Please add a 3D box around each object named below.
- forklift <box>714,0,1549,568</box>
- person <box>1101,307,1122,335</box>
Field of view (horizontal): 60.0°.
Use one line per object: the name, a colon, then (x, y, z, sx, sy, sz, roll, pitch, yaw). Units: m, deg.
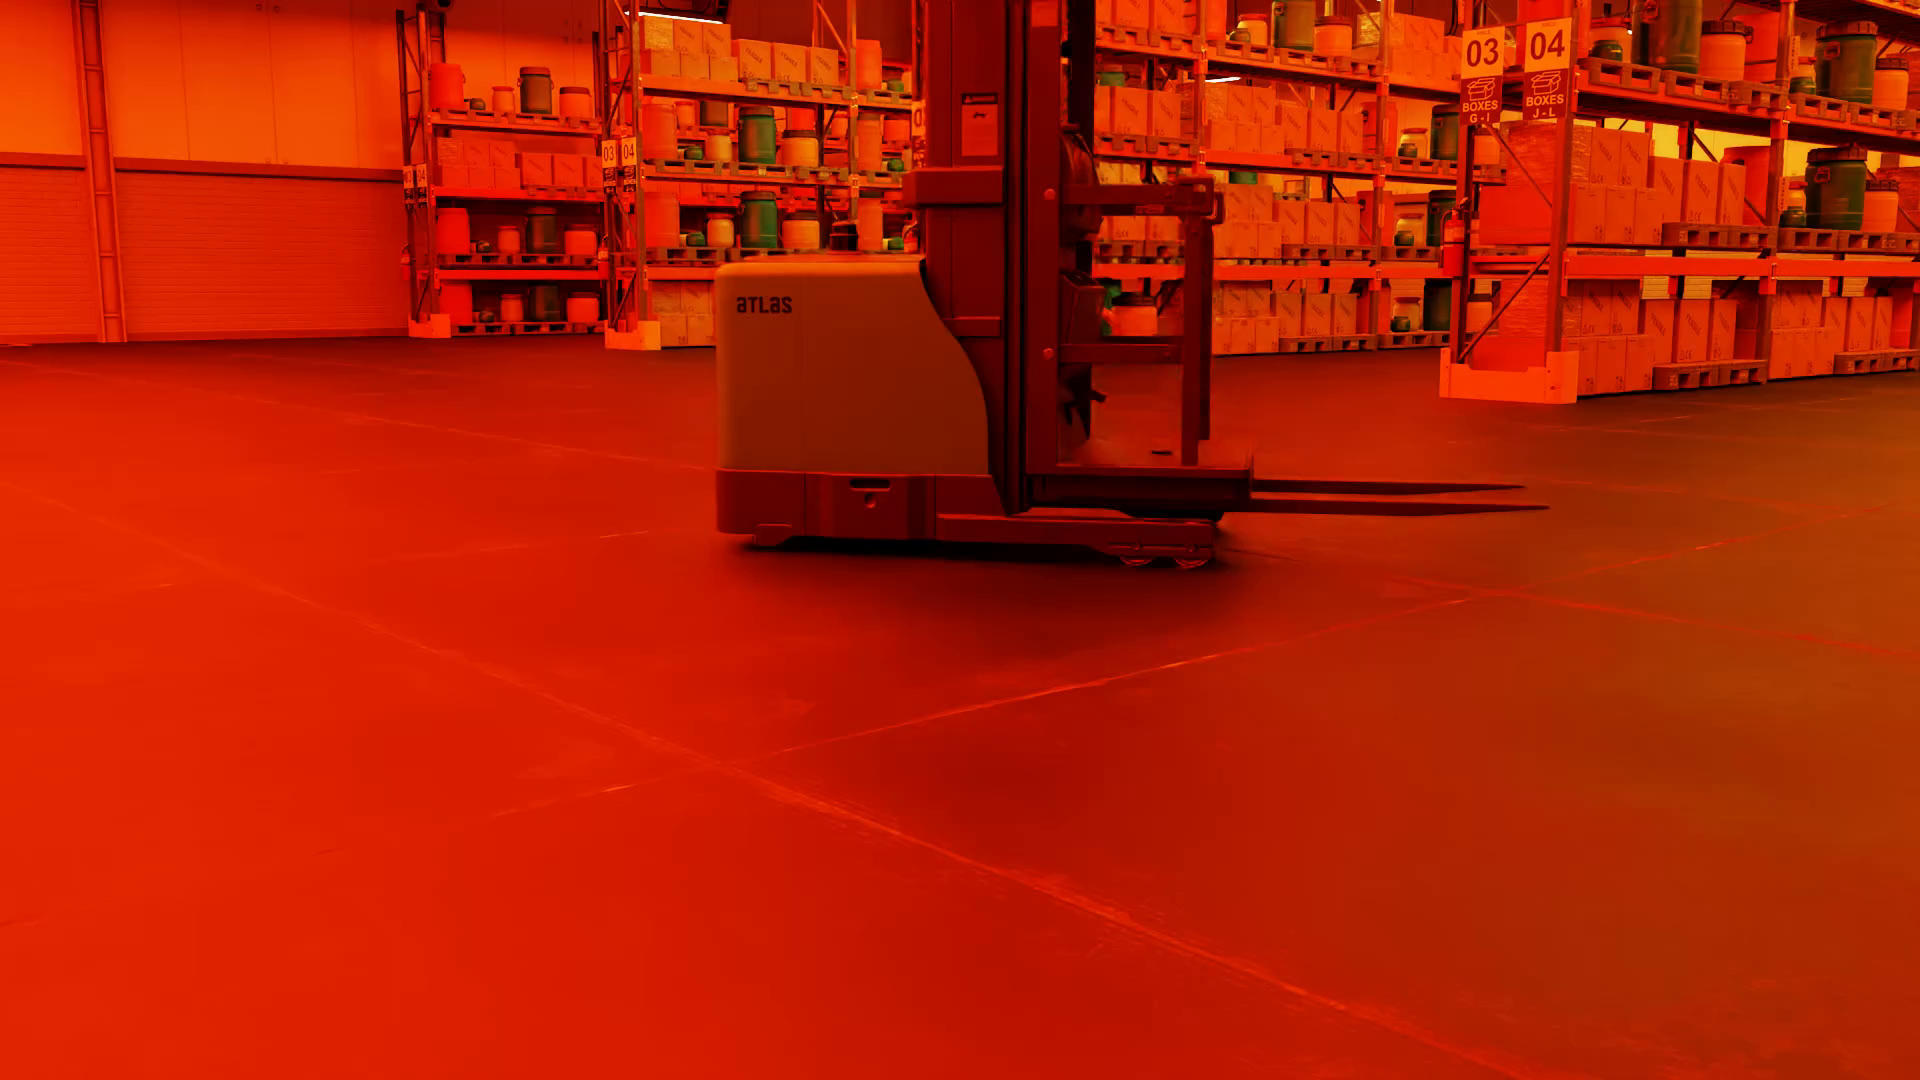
forklift: (0.643, -1.438, 6.245, 3.031, 2.935, 1.130, 2, 9, 11)
person: (0.399, -1.261, 9.431, 1.016, 1.638, 0.668, -6, 11, -34)
